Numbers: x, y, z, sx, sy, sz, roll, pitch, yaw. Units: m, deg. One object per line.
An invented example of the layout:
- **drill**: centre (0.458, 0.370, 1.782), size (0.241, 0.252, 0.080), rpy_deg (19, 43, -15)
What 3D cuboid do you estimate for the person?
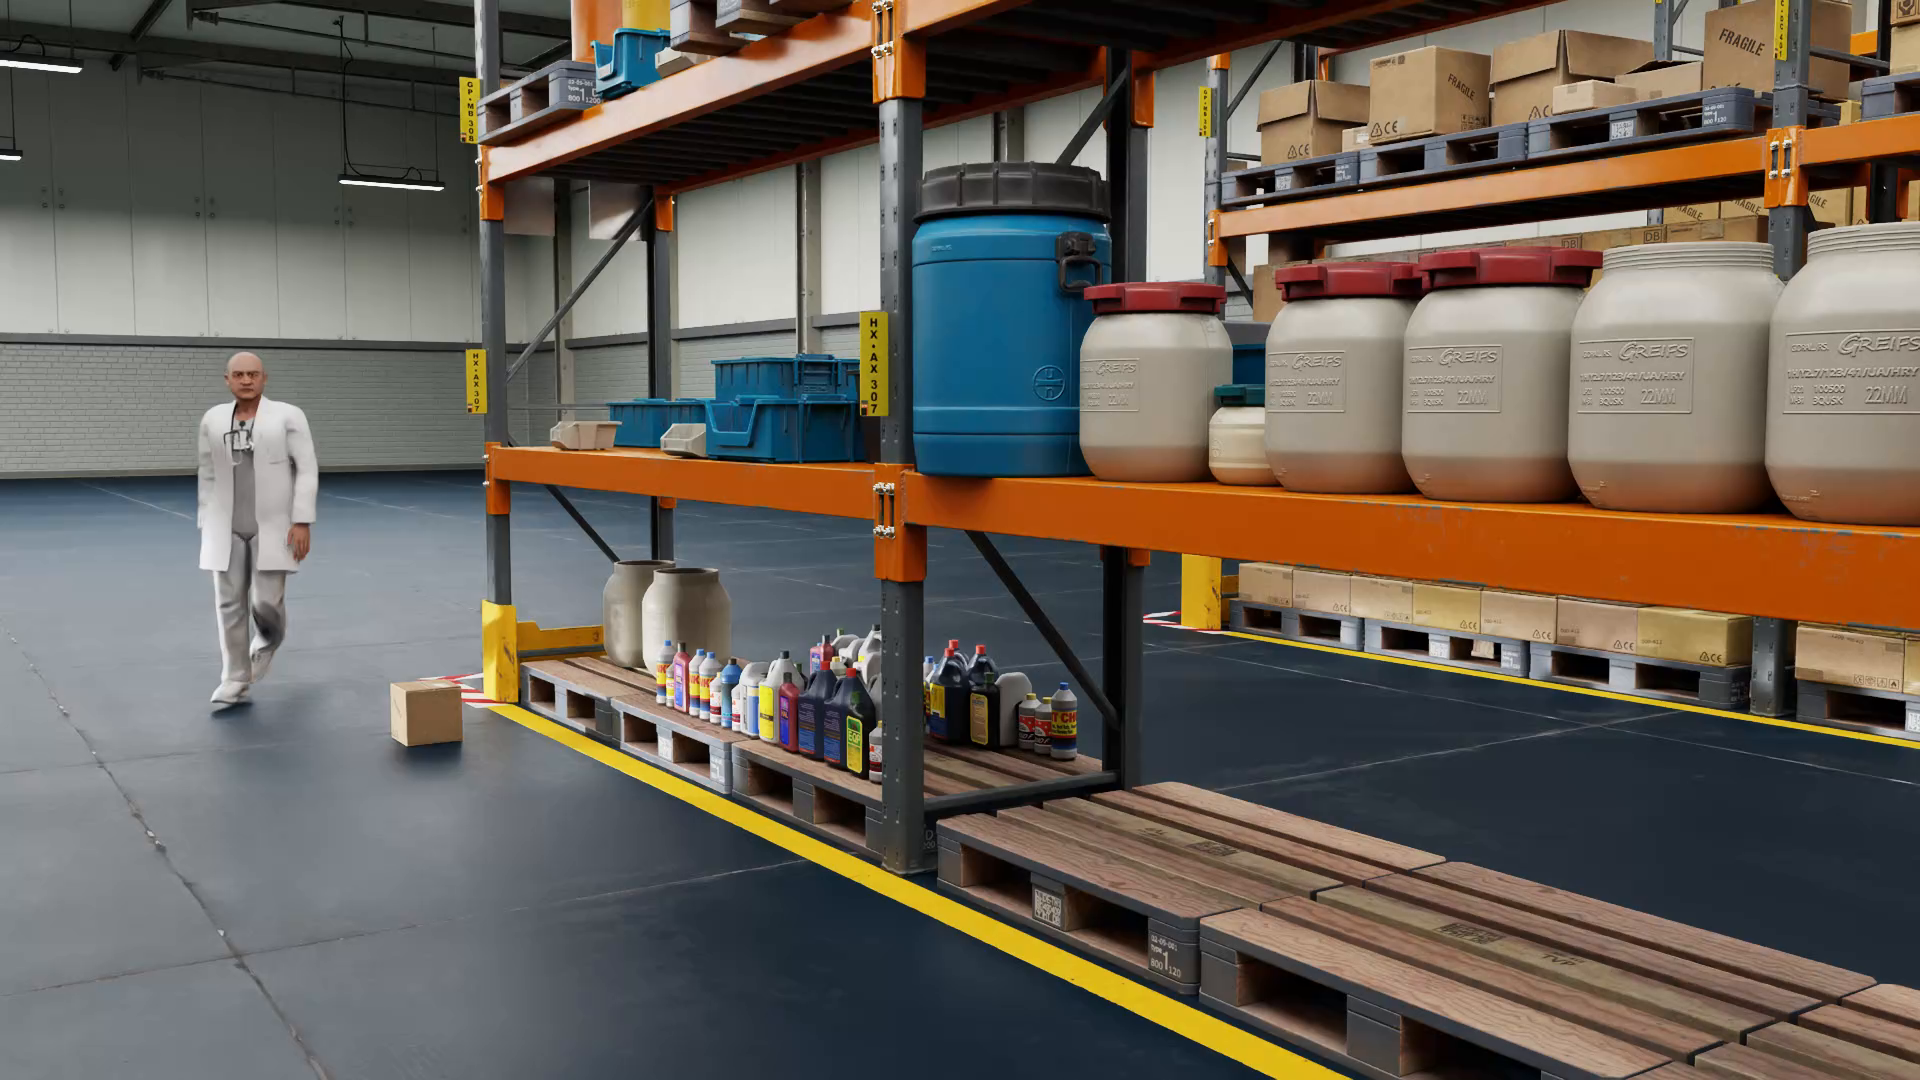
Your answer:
- **person**: centre (-3.547, -0.071, 8.478), size (0.610, 1.754, 0.632), rpy_deg (0, 5, -4)
